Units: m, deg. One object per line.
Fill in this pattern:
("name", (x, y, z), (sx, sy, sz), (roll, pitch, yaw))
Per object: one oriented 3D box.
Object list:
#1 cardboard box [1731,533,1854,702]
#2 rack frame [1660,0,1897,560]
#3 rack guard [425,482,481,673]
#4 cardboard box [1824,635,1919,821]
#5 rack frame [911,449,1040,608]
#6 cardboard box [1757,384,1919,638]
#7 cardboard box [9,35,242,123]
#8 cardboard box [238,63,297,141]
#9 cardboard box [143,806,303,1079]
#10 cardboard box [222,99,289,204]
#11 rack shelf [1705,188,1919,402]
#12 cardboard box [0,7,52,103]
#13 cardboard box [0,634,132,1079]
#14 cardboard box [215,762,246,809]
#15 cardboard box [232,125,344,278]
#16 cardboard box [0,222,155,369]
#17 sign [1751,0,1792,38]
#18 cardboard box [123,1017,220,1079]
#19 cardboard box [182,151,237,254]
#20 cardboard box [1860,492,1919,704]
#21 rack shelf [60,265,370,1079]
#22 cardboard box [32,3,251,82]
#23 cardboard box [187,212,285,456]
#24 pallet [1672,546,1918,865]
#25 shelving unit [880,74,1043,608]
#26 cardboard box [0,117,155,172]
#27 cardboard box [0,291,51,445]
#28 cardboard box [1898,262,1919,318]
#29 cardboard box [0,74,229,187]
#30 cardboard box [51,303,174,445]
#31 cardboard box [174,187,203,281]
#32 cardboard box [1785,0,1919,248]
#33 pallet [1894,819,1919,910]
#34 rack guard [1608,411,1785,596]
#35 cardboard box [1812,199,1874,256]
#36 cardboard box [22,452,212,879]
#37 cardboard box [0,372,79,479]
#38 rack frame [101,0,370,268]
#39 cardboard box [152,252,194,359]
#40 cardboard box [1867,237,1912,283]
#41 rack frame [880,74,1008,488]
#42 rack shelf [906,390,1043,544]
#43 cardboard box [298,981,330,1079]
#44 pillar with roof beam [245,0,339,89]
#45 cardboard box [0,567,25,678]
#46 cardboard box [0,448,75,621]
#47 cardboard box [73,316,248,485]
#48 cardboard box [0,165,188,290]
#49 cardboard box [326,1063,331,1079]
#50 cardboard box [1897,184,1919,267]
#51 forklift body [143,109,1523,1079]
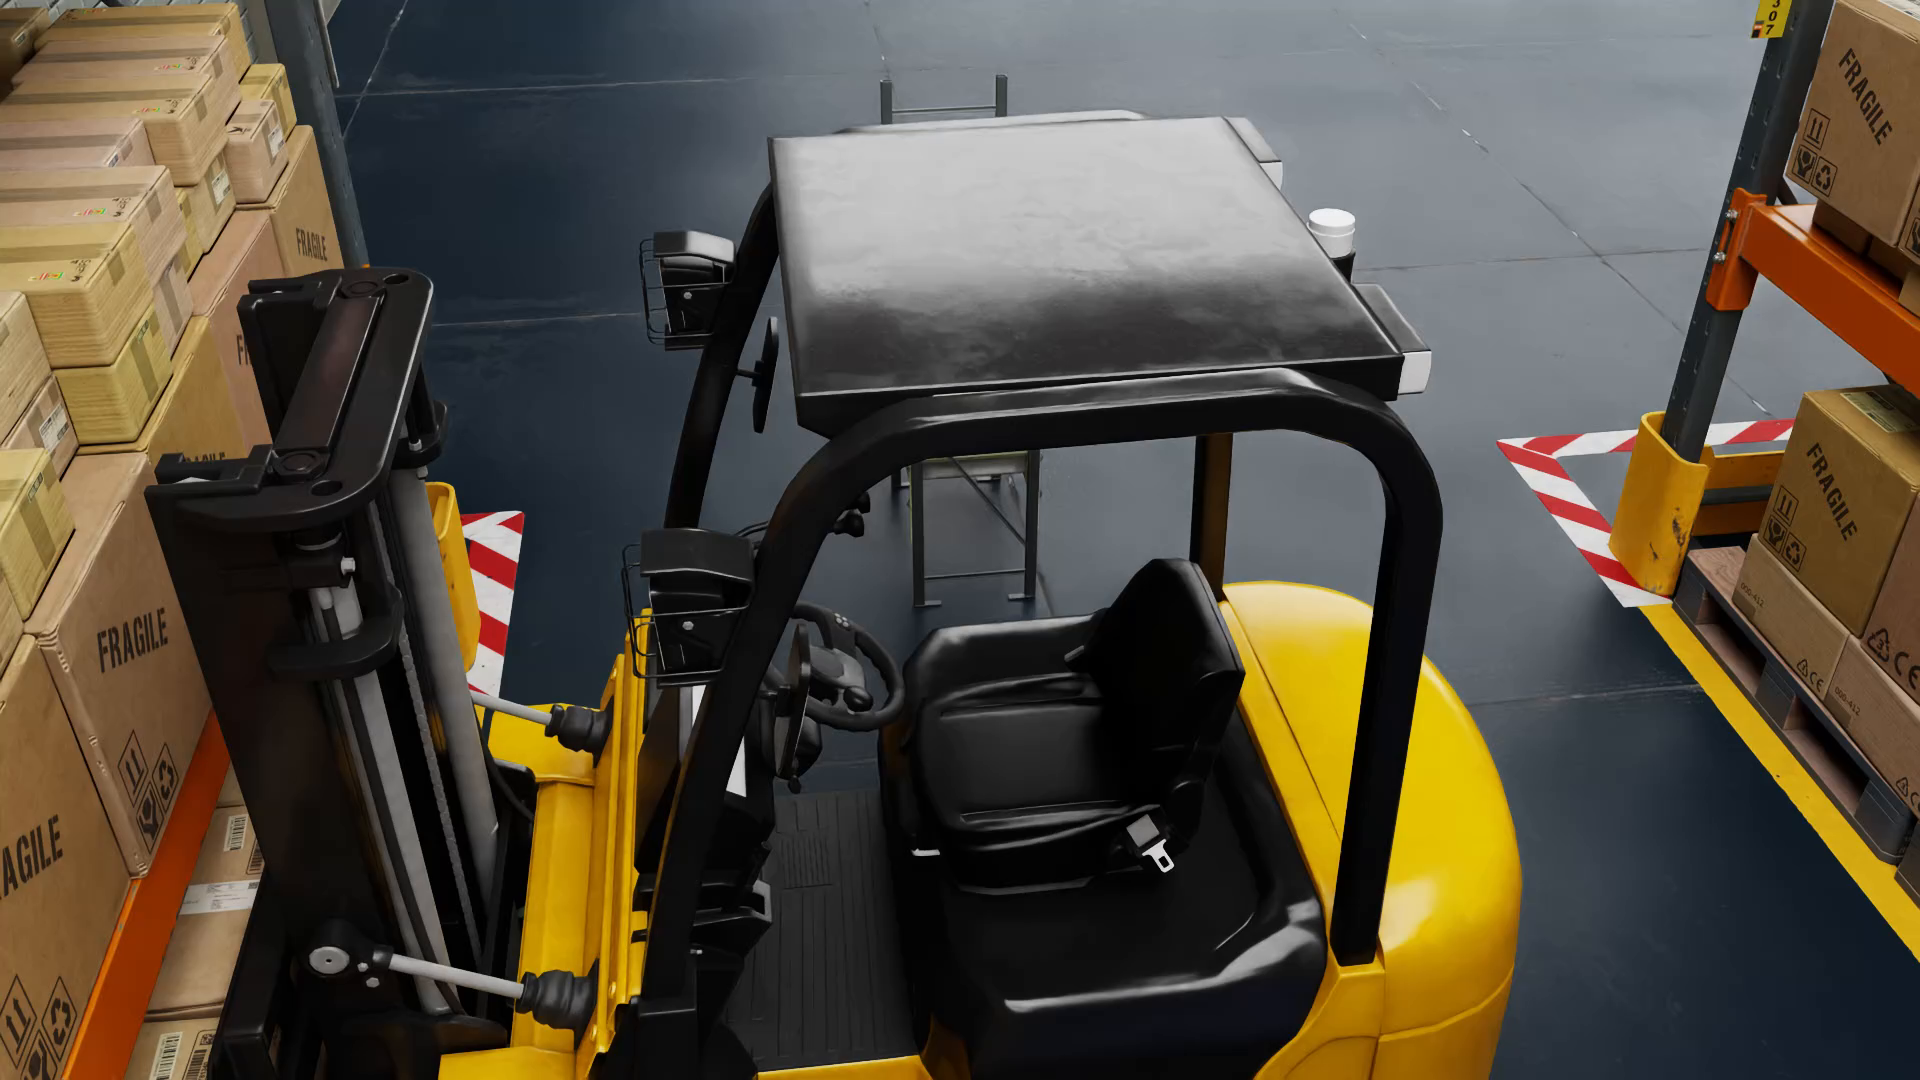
("cardboard box", (2.646, 0.200, 4.862), (0.500, 0.250, 0.500), (-5, 35, -7))
("rack frame", (2.812, -1.234, 4.897), (1.000, 3.000, 0.127), (-4, 35, -6))
("rack guard", (-2.109, 0.164, 5.066), (1.175, 0.500, 0.348), (-4, 35, -6))
("cardboard box", (2.708, 0.485, 4.443), (0.500, 0.250, 0.500), (-3, 34, -5))
("rack frame", (0.048, -0.419, 5.033), (0.400, 1.500, 0.023), (-4, 35, -6))
("cardboard box", (2.650, -0.097, 4.631), (0.500, 0.500, 0.500), (-5, 35, -8))
("cardboard box", (-1.785, -0.969, 3.579), (0.380, 0.149, 0.250), (-4, 35, -6))
("cardboard box", (-1.782, -0.993, 3.879), (0.380, 0.149, 0.250), (-4, 34, -6))
("cardboard box", (-1.522, 0.776, 3.129), (0.500, 0.250, 0.500), (-5, 35, -7))
("cardboard box", (-1.718, -0.853, 3.673), (0.380, 0.149, 0.250), (-4, 34, -6))
("rack shelf", (3.081, 0.179, 3.462), (1.077, 0.370, 4.000), (-4, 35, -6))
("cardboard box", (-2.273, -1.085, 3.749), (0.380, 0.149, 0.250), (-5, 35, -7))
("cardboard box", (-1.525, 0.496, 2.270), (0.500, 0.500, 0.500), (-5, 35, -7))
("cardboard box", (-1.583, 0.492, 3.545), (0.500, 0.250, 0.500), (-4, 34, -6))
("cardboard box", (-1.780, -0.643, 3.940), (0.500, 0.500, 0.500), (-5, 35, -7))
("cardboard box", (-1.578, -0.400, 2.744), (0.380, 0.149, 0.250), (-4, 34, -5))
("sign", (2.274, -1.551, 4.593), (0.100, 0.325, 0.005), (-4, 35, -6))
("cardboard box", (-1.459, 1.069, 2.698), (0.500, 0.250, 0.500), (-3, 34, -5))
("cardboard box", (-1.744, -0.703, 3.454), (0.380, 0.149, 0.250), (-4, 34, -5))
("cardboard box", (2.725, 0.195, 4.204), (0.500, 0.500, 0.500), (-6, 35, -8))
("rack shelf", (-1.837, 0.557, 2.907), (1.077, 0.370, 4.000), (-4, 35, -6))
("cardboard box", (-1.849, -1.104, 3.778), (0.380, 0.149, 0.250), (-4, 35, -6))
("cardboard box", (-1.719, -0.352, 3.515), (0.500, 0.500, 0.500), (-3, 34, -5))
("pallet", (2.896, 0.417, 4.951), (1.003, 0.211, 1.213), (-4, 35, -6))
("shelving unit", (-0.001, -0.623, 5.333), (0.431, 1.500, 0.755), (-4, 35, -6))
("cardboard box", (-1.763, -0.681, 3.156), (0.380, 0.149, 0.250), (-4, 34, -6))
("cardboard box", (-1.637, -0.249, 2.523), (0.380, 0.149, 0.250), (-4, 34, -6))
("cardboard box", (2.656, -0.631, 4.235), (0.380, 0.149, 0.250), (-5, 35, -8))
("cardboard box", (-1.723, -0.825, 3.368), (0.380, 0.149, 0.250), (-4, 34, -5))
("cardboard box", (-1.585, -0.279, 2.831), (0.380, 0.149, 0.250), (-4, 34, -6))
("cardboard box", (-1.722, -0.564, 3.249), (0.380, 0.149, 0.250), (-5, 35, -7))
("cardboard box", (2.601, -1.113, 4.366), (0.500, 0.500, 0.500), (-5, 35, -7))
("pallet", (3.057, 1.096, 3.954), (1.003, 0.211, 1.213), (-4, 35, -6))
("rack guard", (2.822, -0.159, 5.539), (1.175, 0.500, 0.348), (-4, 35, -6))
("cardboard box", (2.653, -0.925, 4.667), (0.380, 0.149, 0.250), (-4, 35, -6))
("cardboard box", (-1.571, 0.213, 2.685), (0.500, 0.500, 0.500), (-4, 34, -6))
("cardboard box", (-1.641, -0.133, 2.617), (0.380, 0.149, 0.250), (-5, 35, -7))
("rack frame", (-2.106, -0.856, 4.342), (1.000, 3.000, 0.127), (-4, 35, -6))
("cardboard box", (-1.639, -0.419, 3.036), (0.380, 0.149, 0.250), (-5, 35, -8))
("cardboard box", (2.701, -0.785, 4.461), (0.380, 0.149, 0.250), (-4, 34, -6))
("rack frame", (-0.050, -0.828, 5.633), (0.400, 1.500, 0.023), (-4, 35, -6))
("rack shelf", (-0.001, -0.354, 5.517), (0.431, 0.370, 0.720), (-4, 35, -6))
("cardboard box", (-1.520, 0.995, 3.251), (0.500, 0.250, 0.500), (-4, 35, -7))
("pillar with roof beam", (0.553, -6.552, 7.374), (9.100, 9.000, 0.400), (-4, 35, -6))
("cardboard box", (-1.494, 0.153, 2.198), (0.380, 0.149, 0.250), (-5, 35, -8))
("cardboard box", (-1.539, 0.005, 2.415), (0.380, 0.149, 0.250), (-5, 35, -7))
("cardboard box", (-1.650, -0.066, 3.095), (0.500, 0.500, 0.500), (-5, 35, -7))
("cardboard box", (-1.618, -0.544, 2.955), (0.380, 0.149, 0.250), (-4, 34, -5))
("cardboard box", (-1.522, 1.191, 3.407), (0.500, 0.250, 0.500), (-3, 34, -5))
("cardboard box", (2.674, -0.824, 3.943), (0.500, 0.500, 0.500), (-3, 34, -5))
("forklift body", (-0.043, 0.415, 3.231), (2.313, 2.155, 1.214), (-4, 35, -6))
